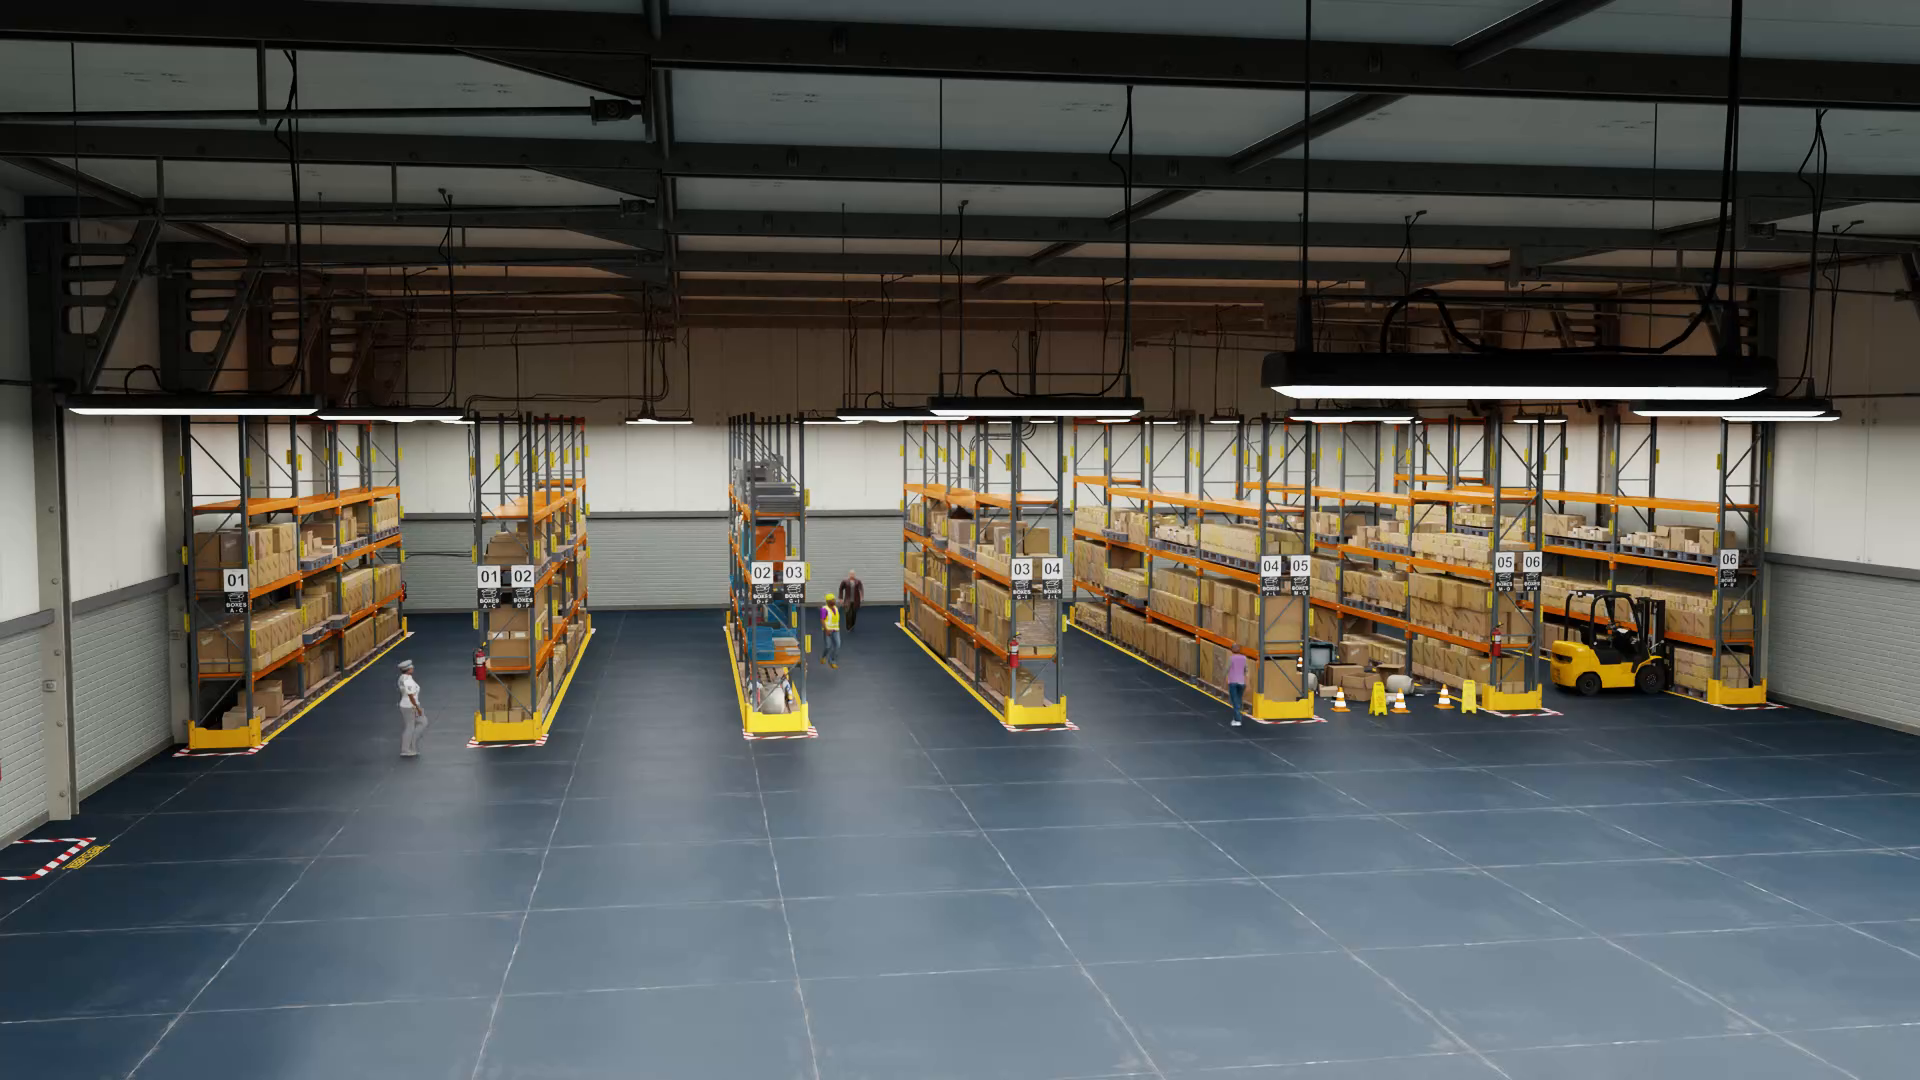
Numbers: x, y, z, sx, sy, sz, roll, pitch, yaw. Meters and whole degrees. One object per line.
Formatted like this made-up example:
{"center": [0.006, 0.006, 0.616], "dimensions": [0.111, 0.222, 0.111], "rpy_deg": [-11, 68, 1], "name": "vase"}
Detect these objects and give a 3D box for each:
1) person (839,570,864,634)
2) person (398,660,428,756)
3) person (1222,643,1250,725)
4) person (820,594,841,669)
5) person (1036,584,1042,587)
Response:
{"center": [-3.039, 1.738, 46.439], "dimensions": [0.702, 1.815, 0.934], "rpy_deg": [0, 4, -4], "name": "person"}
{"center": [-9.506, 2.918, 28.831], "dimensions": [0.464, 1.691, 0.464], "rpy_deg": [0, 4, -5], "name": "person"}
{"center": [5.312, 2.770, 31.903], "dimensions": [0.486, 1.617, 0.708], "rpy_deg": [-1, 4, -8], "name": "person"}
{"center": [-3.007, 2.127, 38.911], "dimensions": [0.687, 1.747, 0.687], "rpy_deg": [-3, 5, -40], "name": "person"}
{"center": [2.317, 1.666, 46.978], "dimensions": [0.534, 1.747, 1.061], "rpy_deg": [0, 4, -5], "name": "person"}
